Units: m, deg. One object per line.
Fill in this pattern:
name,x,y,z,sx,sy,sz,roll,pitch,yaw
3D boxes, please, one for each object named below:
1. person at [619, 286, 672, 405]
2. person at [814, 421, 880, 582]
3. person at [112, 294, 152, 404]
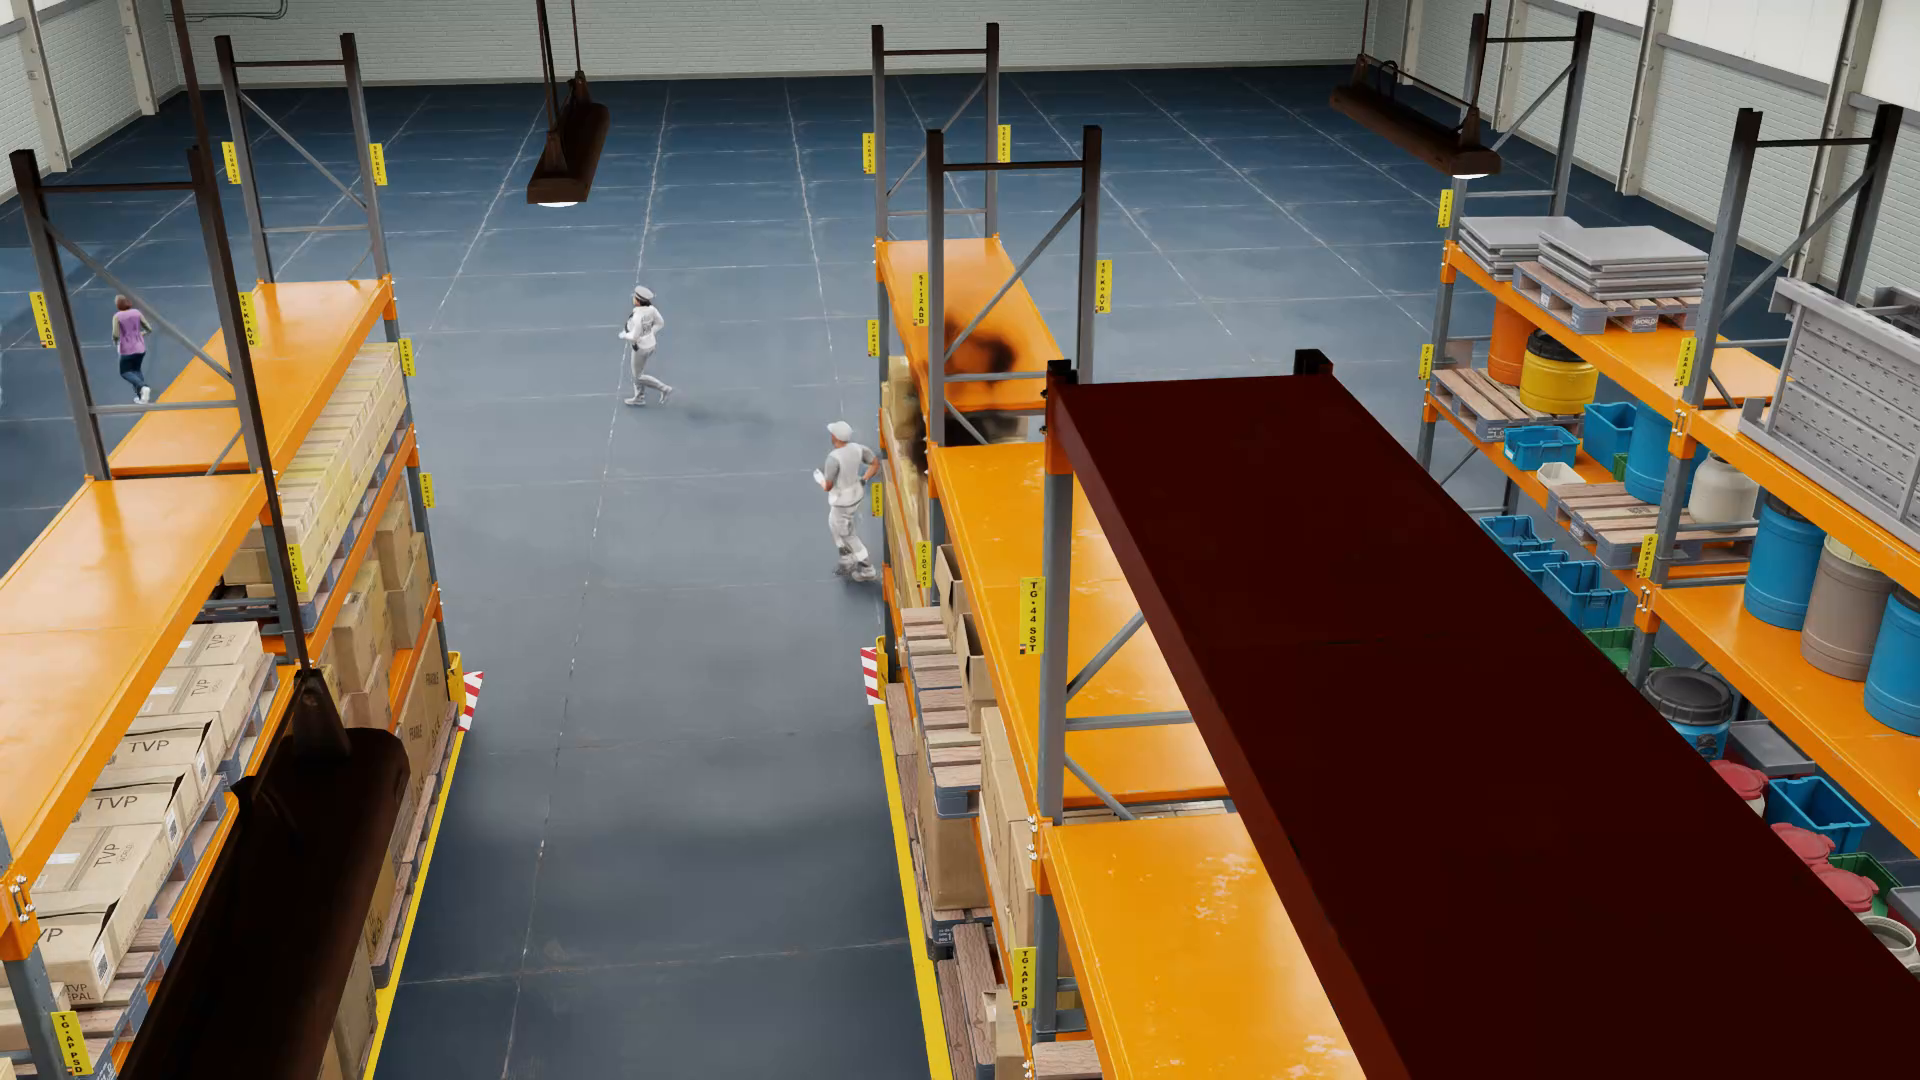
person,-4.139,-2.541,21.904,0.767,1.660,0.625,8,27,16
person,-1.184,-0.373,17.240,0.708,1.830,0.643,14,29,27
person,-10.901,-2.503,21.955,0.565,1.546,0.534,18,31,32
